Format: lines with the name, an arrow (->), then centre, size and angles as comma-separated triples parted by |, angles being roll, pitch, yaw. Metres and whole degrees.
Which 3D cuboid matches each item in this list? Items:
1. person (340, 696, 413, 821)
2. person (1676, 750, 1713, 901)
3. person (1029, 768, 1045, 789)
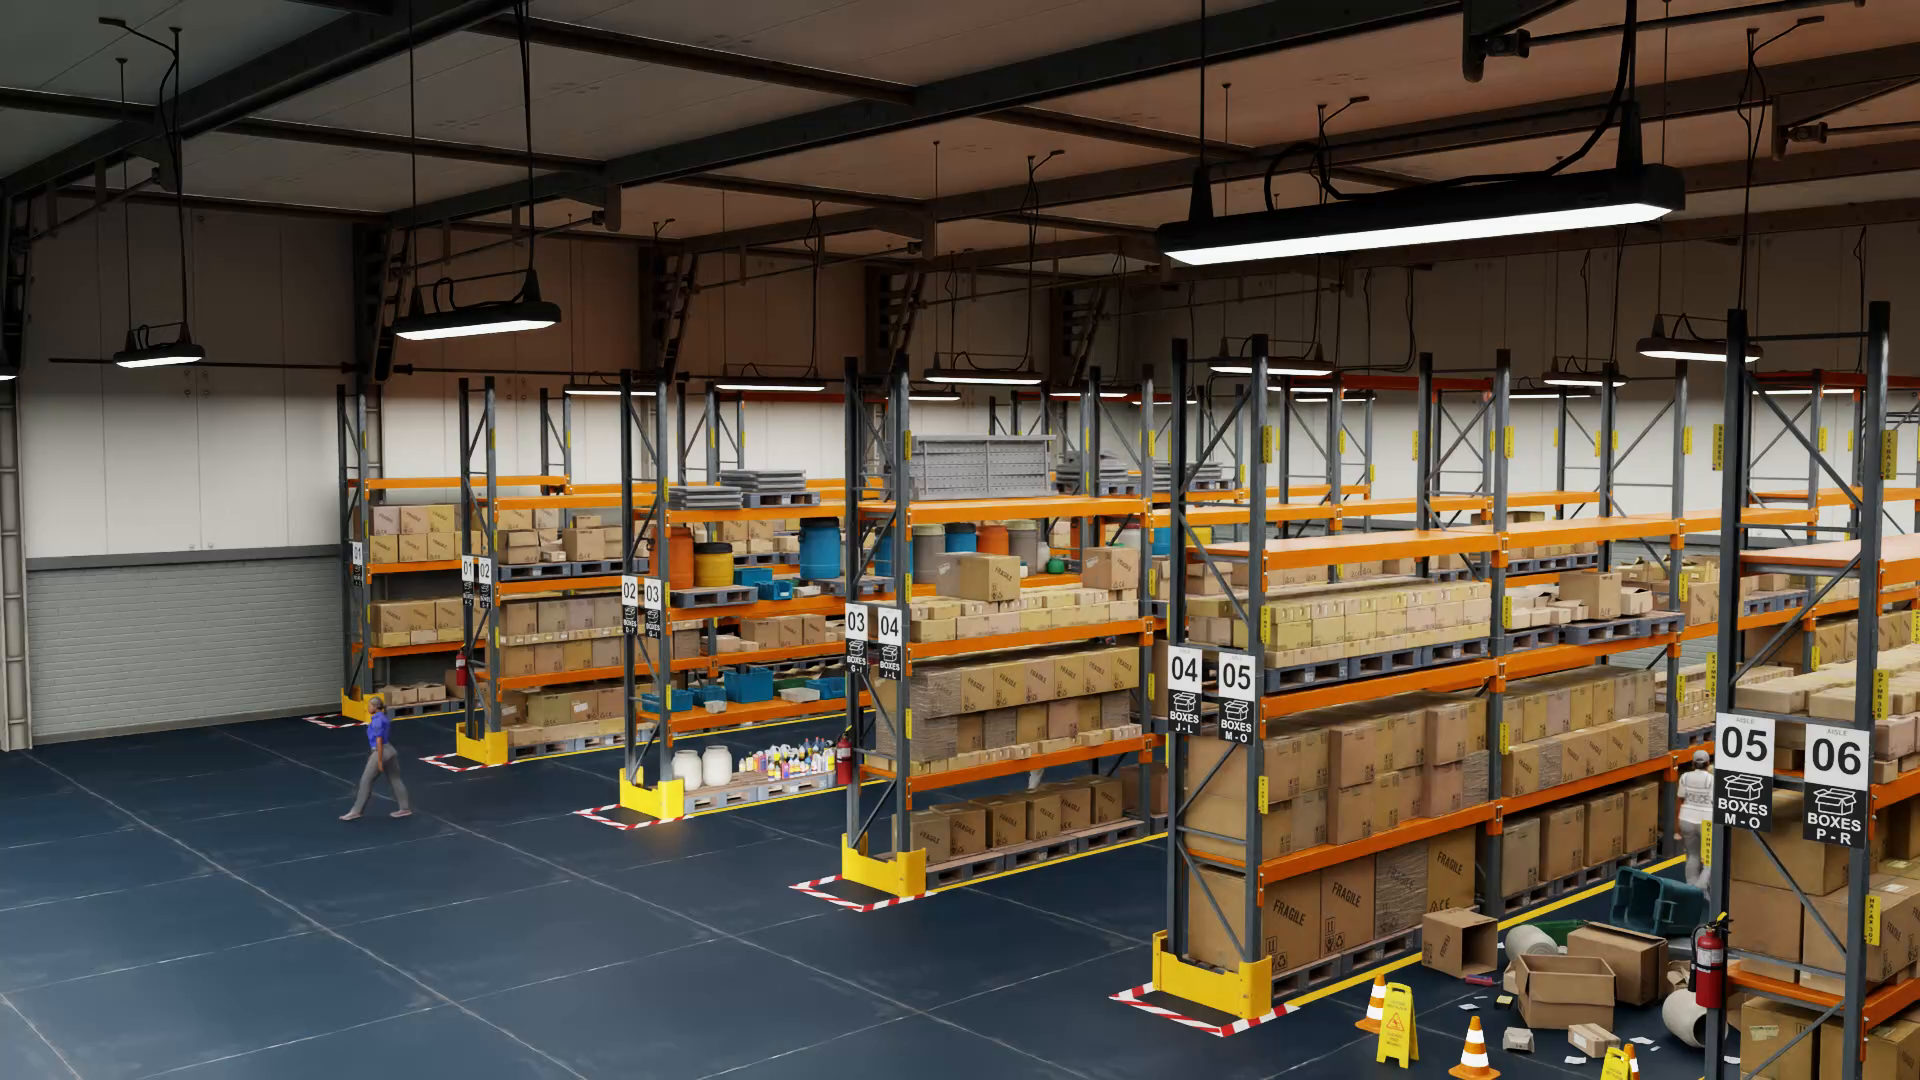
person -> -7.743, 2.882, 22.083 | 0.874, 1.617, 0.495 | 0, 4, 7
person -> 8.127, 3.142, 18.263 | 0.522, 1.660, 0.537 | -3, 5, -43
person -> 1.048, 2.872, 22.595 | 0.556, 1.714, 0.536 | 3, 5, 38
